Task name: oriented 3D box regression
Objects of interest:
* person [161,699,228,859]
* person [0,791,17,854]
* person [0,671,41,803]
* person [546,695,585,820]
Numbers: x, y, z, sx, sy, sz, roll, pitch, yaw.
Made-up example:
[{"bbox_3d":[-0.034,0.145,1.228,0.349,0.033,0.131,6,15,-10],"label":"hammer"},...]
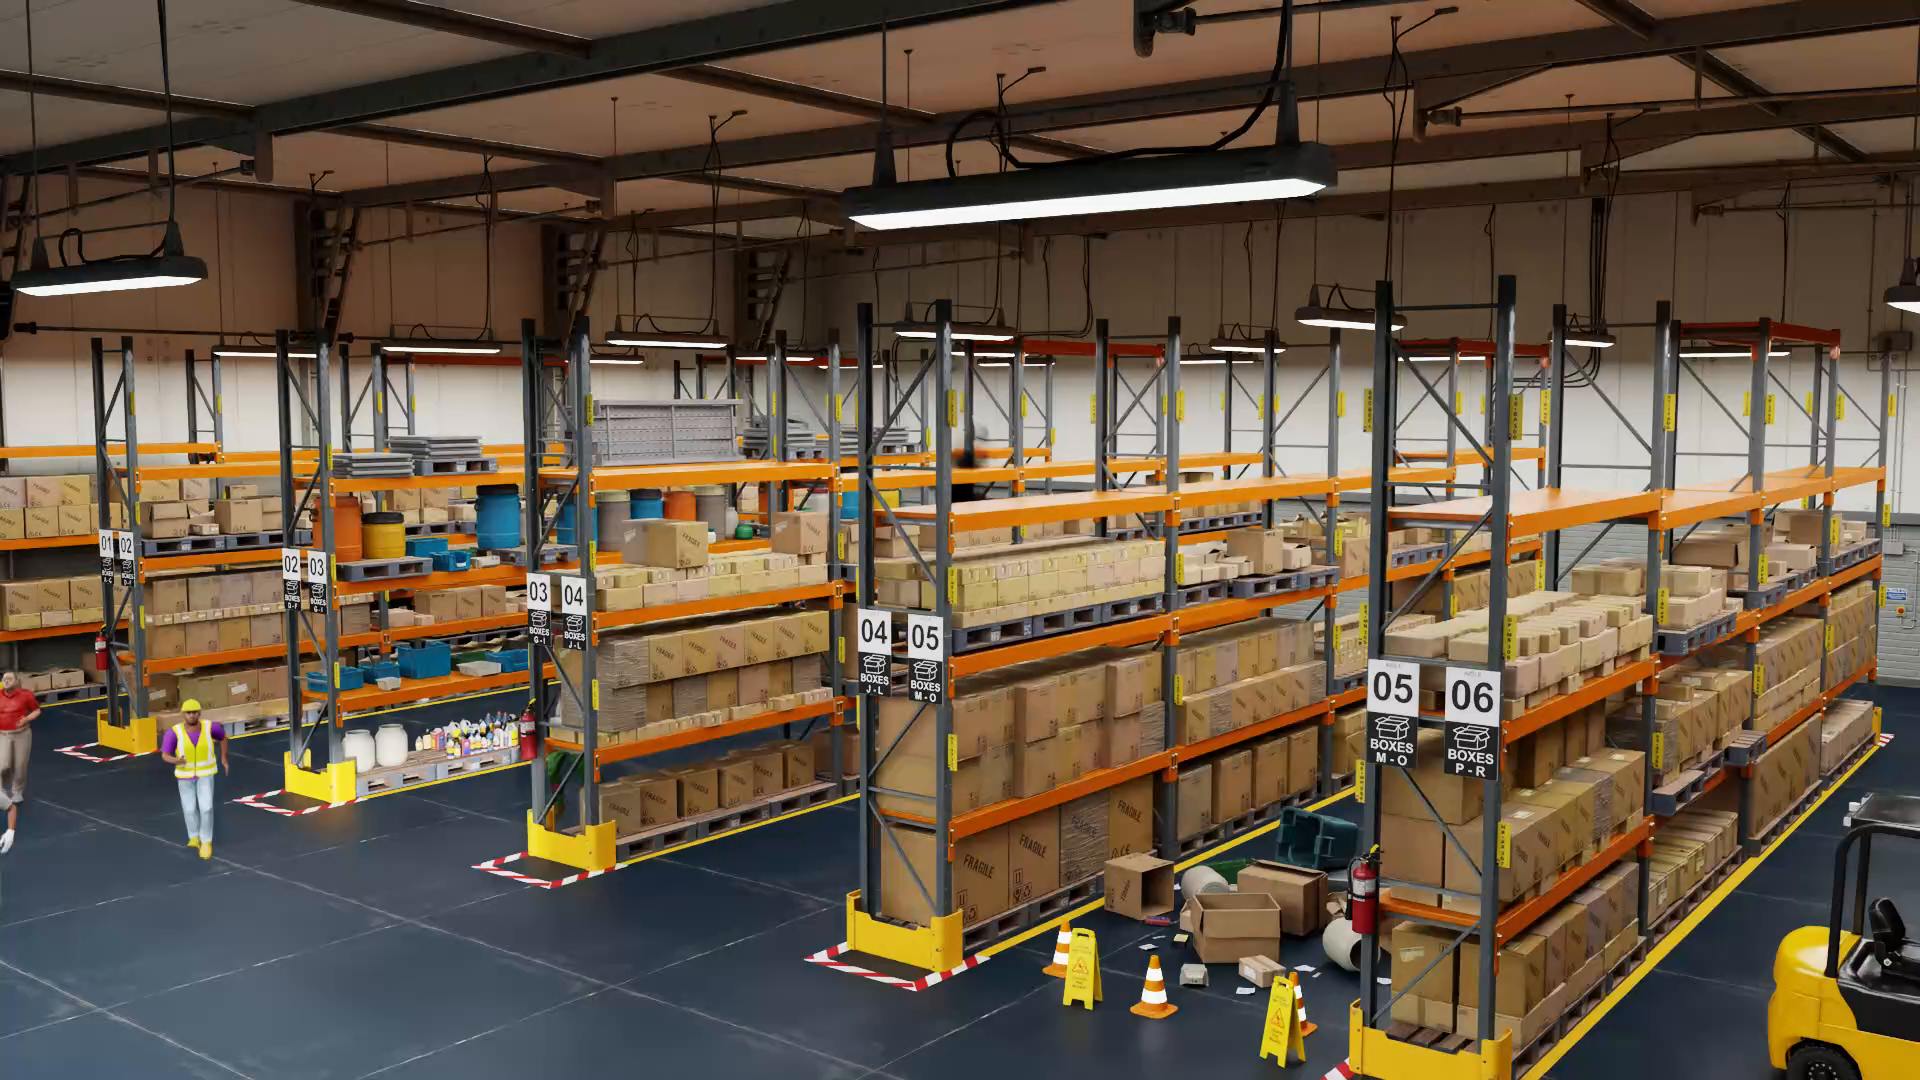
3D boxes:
[{"bbox_3d":[-8.559,2.655,18.622,0.668,1.774,0.823,-2,5,-22],"label":"person"},{"bbox_3d":[-9.186,2.940,15.461,0.706,1.755,0.644,-2,5,-23],"label":"person"},{"bbox_3d":[-11.901,2.504,20.898,0.636,1.719,0.655,-2,5,-23],"label":"person"},{"bbox_3d":[-4.773,2.501,20.365,0.643,1.846,0.774,3,6,30],"label":"person"}]
